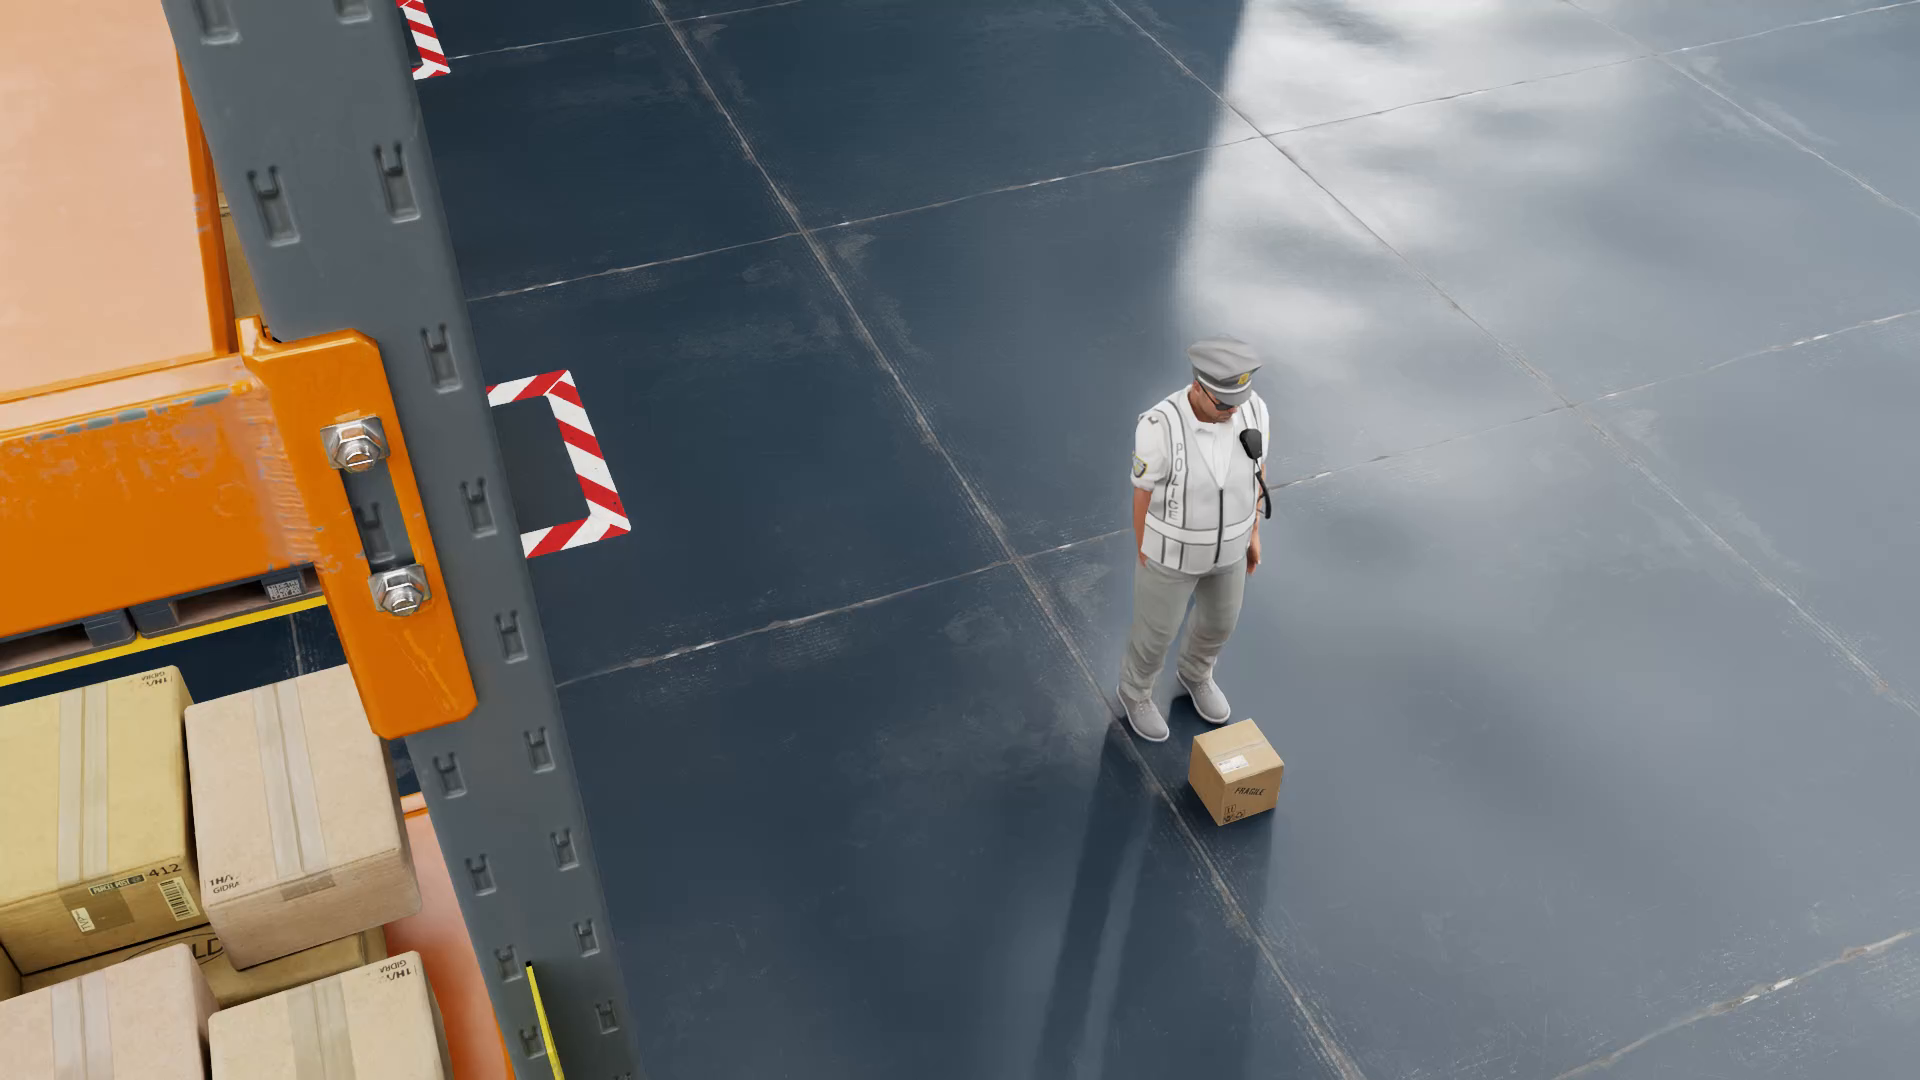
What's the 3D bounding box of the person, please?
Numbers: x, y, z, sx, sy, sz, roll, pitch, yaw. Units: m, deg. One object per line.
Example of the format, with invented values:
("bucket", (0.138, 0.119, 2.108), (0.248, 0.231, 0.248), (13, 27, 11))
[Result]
("person", (0.879, 0.010, 6.160), (0.530, 1.746, 0.391), (-14, 43, -16))
